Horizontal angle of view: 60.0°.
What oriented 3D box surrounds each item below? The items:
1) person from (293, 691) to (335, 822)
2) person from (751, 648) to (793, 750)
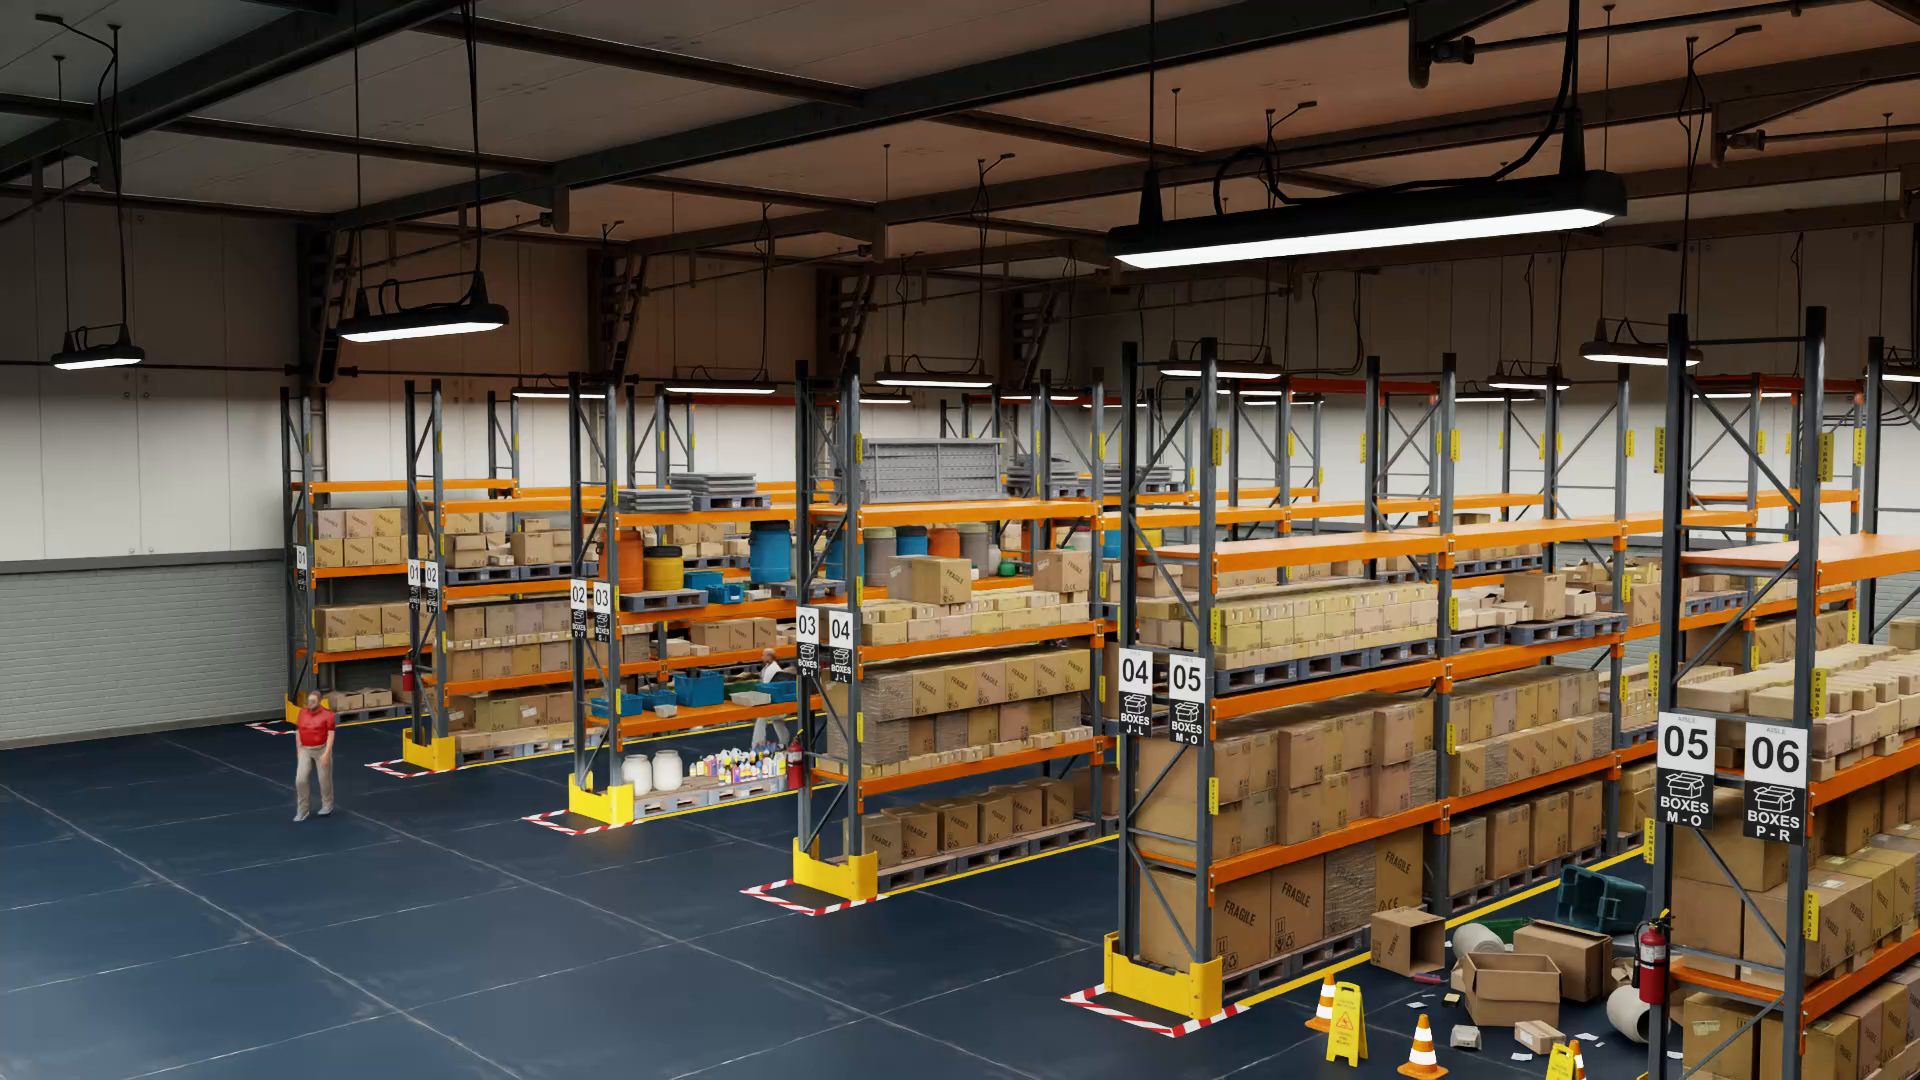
[{"bbox_3d":[-8.666,2.917,22.367,0.560,1.814,0.595,0,4,-2],"label":"person"},{"bbox_3d":[-3.047,2.603,26.319,0.882,1.788,0.623,-2,4,-29],"label":"person"}]
